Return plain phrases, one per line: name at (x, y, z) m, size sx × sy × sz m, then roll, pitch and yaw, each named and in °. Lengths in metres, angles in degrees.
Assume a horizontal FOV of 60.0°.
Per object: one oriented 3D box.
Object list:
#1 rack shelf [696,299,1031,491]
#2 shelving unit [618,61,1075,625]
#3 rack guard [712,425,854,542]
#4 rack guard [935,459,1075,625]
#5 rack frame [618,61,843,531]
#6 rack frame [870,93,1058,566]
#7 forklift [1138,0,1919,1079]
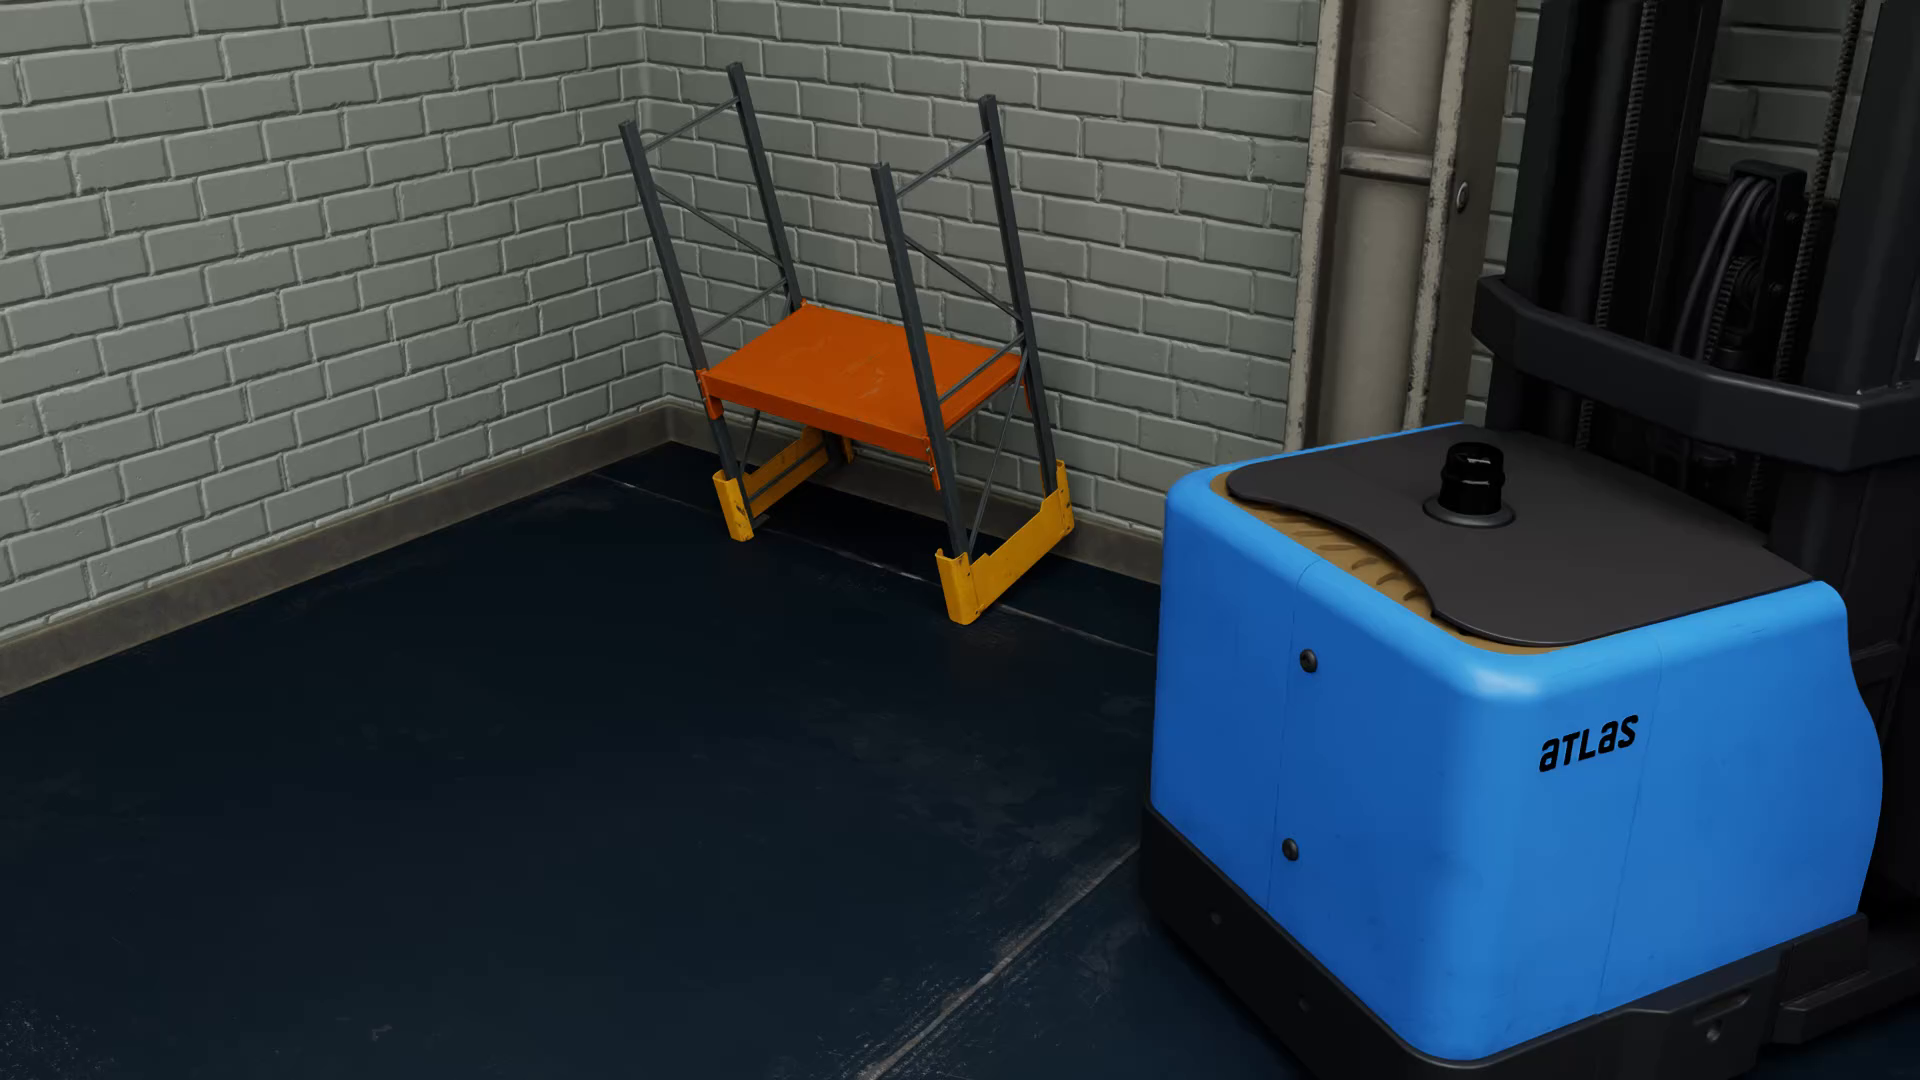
rack shelf at (-0.299, -0.485, 5.291) m, size 1.000 × 0.185 × 0.538 m, roll 19°, pitch 45°, yaw 36°
shelving unit at (-0.337, -0.631, 5.193) m, size 1.083 × 1.500 × 0.587 m, roll 19°, pitch 45°, yaw 36°
rack guard at (-0.611, -0.258, 5.845) m, size 0.087 × 0.250 × 0.587 m, roll 19°, pitch 45°, yaw 36°
rack guard at (0.151, -0.002, 5.257) m, size 0.087 × 0.250 × 0.587 m, roll 19°, pitch 45°, yaw 36°
rack frame at (-0.719, -0.760, 5.488) m, size 0.032 × 1.500 × 0.500 m, roll 19°, pitch 45°, yaw 36°
rack frame at (0.059, -0.498, 4.888) m, size 0.032 × 1.500 × 0.500 m, roll 19°, pitch 45°, yaw 36°
forklift at (1.960, -0.580, 3.431) m, size 3.031 × 2.935 × 1.130 m, roll -11°, pitch 26°, yaw -24°
